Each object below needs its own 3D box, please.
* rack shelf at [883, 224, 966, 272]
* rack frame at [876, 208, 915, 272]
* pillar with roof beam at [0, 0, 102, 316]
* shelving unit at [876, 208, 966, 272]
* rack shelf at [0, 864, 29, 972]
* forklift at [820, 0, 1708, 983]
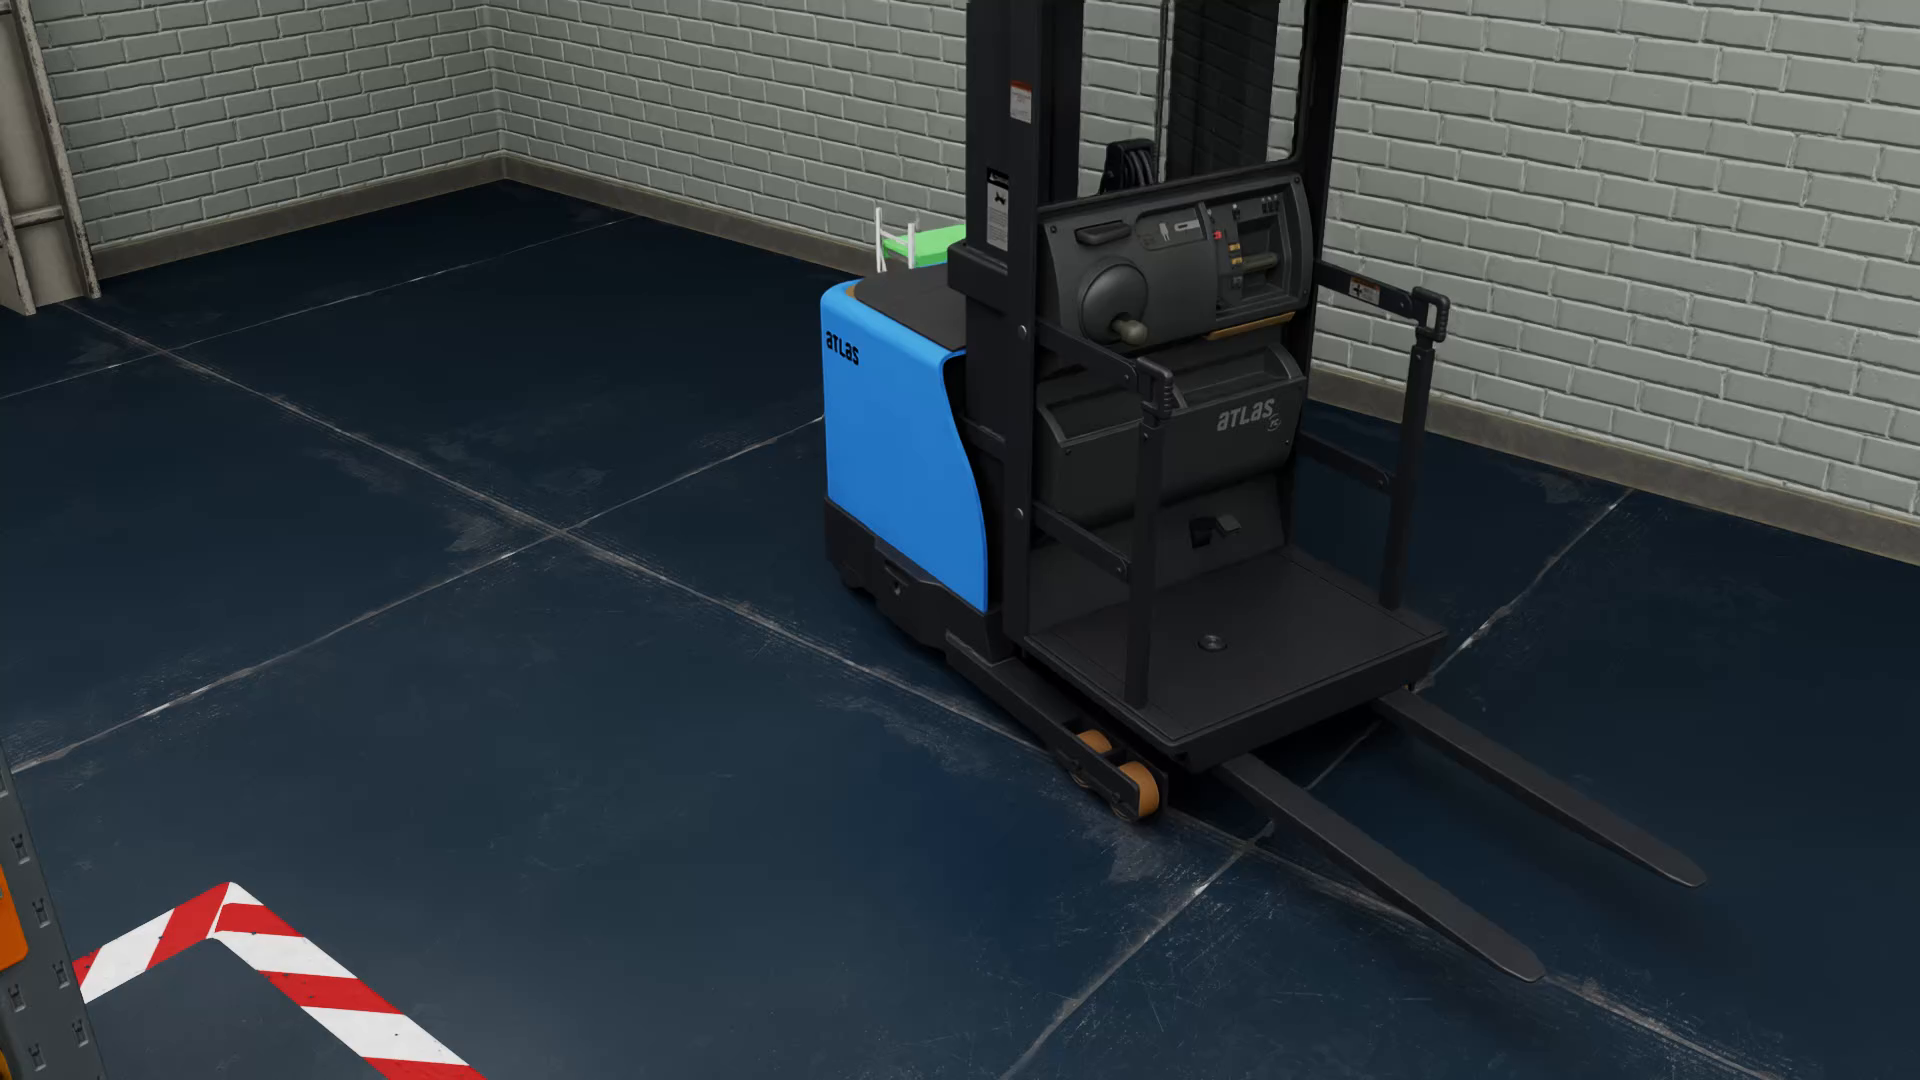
[{"bbox_3d":[-0.025,-1.037,6.043,0.480,0.148,0.258,-17,32,-29],"label":"rack shelf"},{"bbox_3d":[-0.228,-0.605,6.114,0.015,1.200,0.240,-17,32,-29],"label":"rack frame"},{"bbox_3d":[-1.420,-3.993,4.176,9.100,9.000,0.400,21,34,34],"label":"pillar with roof beam"},{"bbox_3d":[-0.025,-0.667,6.234,0.503,1.200,0.258,-17,32,-29],"label":"shelving unit"},{"bbox_3d":[-3.239,1.098,1.646,1.077,0.370,4.000,21,34,34],"label":"rack shelf"},{"bbox_3d":[0.749,-0.755,4.520,1.130,2.935,3.031,-17,32,-29],"label":"forklift"}]
